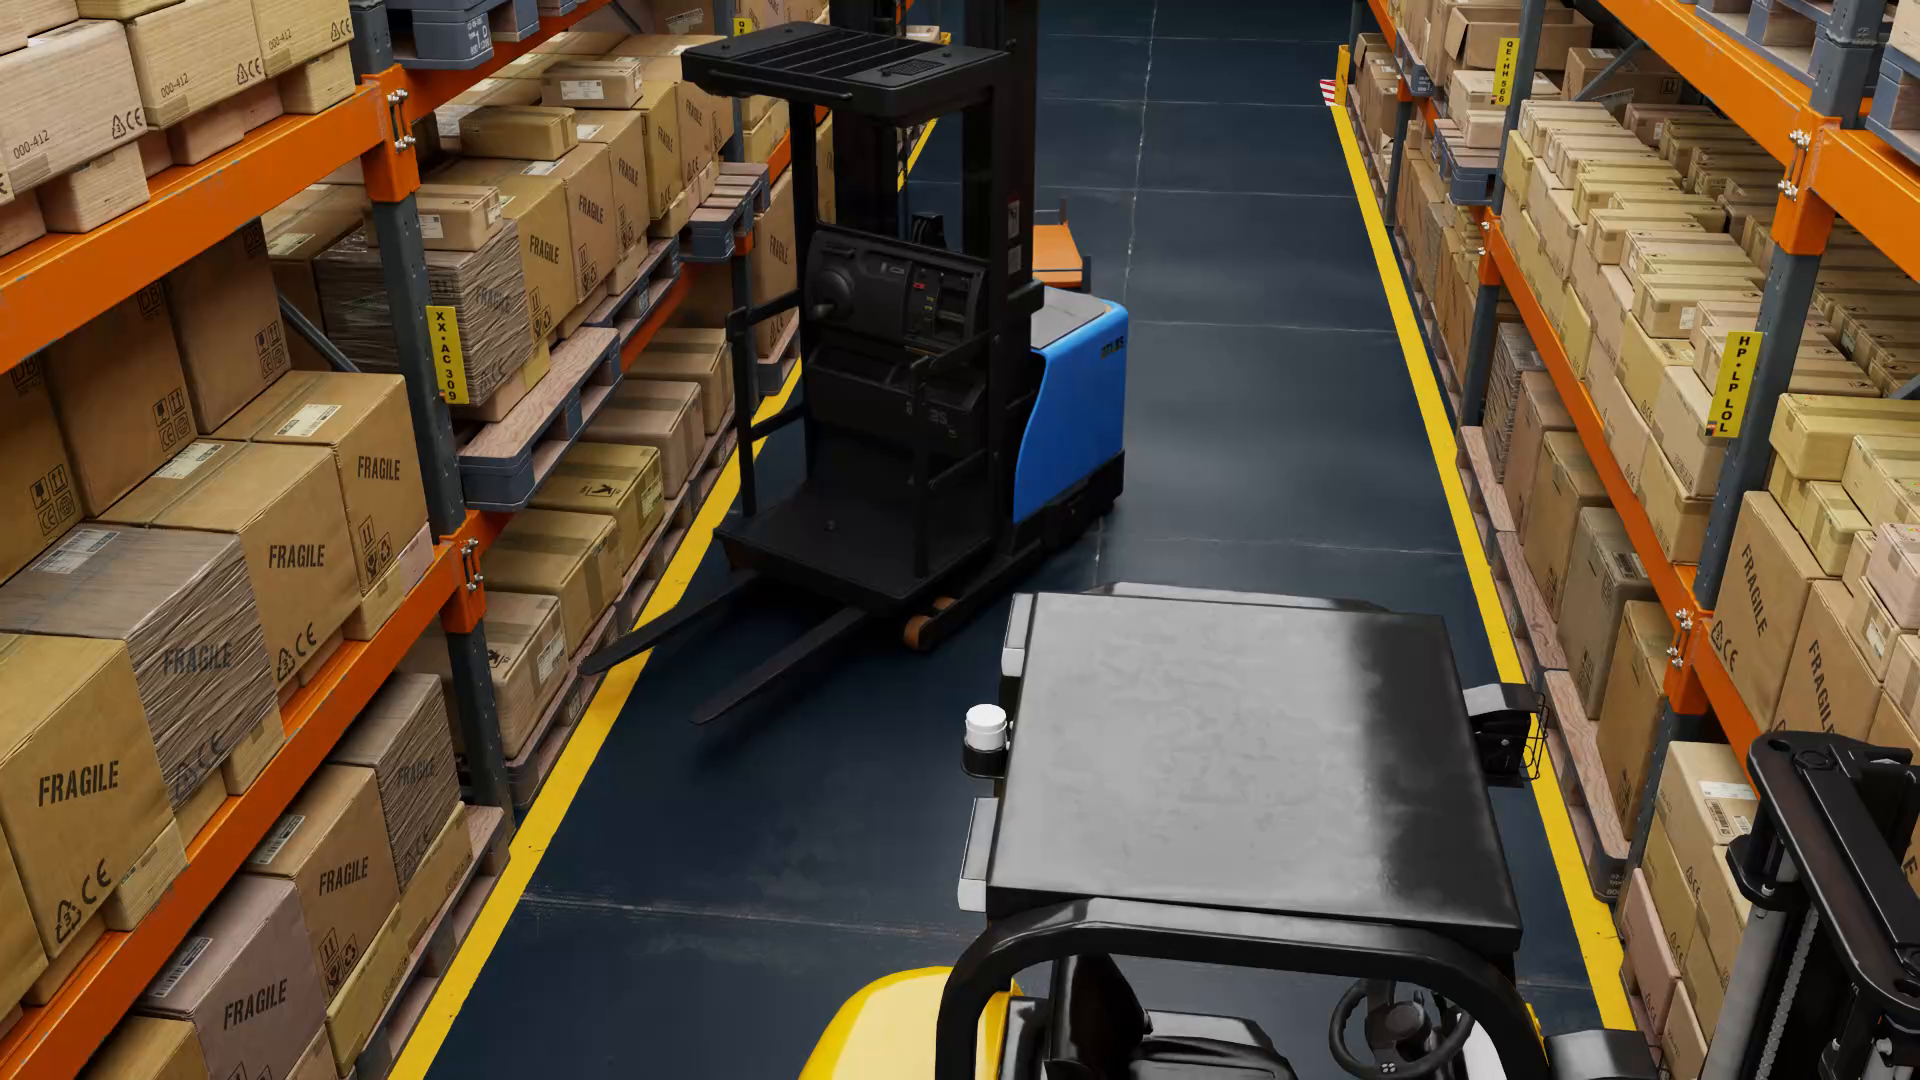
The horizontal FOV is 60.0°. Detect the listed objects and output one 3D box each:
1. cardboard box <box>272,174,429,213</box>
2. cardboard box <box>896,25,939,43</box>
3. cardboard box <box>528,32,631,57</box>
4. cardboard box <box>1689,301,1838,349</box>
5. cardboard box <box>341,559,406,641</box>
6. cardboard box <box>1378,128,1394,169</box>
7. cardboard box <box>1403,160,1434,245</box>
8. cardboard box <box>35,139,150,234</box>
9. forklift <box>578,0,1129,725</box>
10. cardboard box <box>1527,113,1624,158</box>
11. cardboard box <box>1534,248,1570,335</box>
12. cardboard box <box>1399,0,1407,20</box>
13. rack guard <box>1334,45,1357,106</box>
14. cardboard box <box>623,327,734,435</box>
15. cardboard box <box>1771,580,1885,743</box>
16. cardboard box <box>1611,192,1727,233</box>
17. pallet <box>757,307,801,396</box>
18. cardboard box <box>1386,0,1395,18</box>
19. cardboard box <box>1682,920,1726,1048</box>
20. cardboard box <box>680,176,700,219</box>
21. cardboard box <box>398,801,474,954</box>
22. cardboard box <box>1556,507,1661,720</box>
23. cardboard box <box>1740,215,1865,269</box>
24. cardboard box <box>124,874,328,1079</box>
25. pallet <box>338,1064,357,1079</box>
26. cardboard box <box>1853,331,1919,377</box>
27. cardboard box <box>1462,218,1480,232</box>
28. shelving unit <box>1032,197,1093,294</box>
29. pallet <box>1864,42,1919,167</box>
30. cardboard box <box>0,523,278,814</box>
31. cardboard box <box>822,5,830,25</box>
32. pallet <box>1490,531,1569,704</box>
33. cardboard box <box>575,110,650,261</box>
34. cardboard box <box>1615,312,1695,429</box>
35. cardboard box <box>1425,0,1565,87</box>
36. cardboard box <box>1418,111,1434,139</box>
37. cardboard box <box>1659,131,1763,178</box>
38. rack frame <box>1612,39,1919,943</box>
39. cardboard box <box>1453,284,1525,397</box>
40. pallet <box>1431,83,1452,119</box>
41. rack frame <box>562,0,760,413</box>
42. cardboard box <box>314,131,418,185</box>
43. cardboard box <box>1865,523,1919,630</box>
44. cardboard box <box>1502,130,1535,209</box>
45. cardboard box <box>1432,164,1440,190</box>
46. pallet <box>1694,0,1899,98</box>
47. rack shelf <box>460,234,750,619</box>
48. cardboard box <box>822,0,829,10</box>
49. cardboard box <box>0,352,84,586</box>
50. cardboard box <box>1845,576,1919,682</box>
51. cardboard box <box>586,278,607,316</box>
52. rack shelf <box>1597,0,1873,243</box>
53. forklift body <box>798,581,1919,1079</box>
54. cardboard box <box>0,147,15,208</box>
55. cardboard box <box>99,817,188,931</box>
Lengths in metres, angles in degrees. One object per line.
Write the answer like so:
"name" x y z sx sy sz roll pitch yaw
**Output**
"cardboard box" -2.274 -1.054 6.182 0.500 0.500 0.500 4 29 6
"cardboard box" -0.674 -4.619 15.920 0.875 0.438 0.875 2 28 4
"cardboard box" -1.957 -2.274 8.447 0.500 0.500 0.500 3 28 5
"cardboard box" 2.681 -0.681 5.563 0.380 0.149 0.250 3 28 6
"cardboard box" -1.923 0.167 5.042 0.380 0.149 0.250 4 29 7
"cardboard box" 3.565 -3.138 13.351 0.396 0.266 0.258 4 29 8
"cardboard box" 3.406 -2.328 11.601 0.500 0.500 0.500 3 28 6
"cardboard box" -2.039 -0.790 3.656 0.380 0.149 0.250 4 29 8
"forklift" -0.418 -1.057 7.121 1.130 2.935 3.031 18 33 30
"cardboard box" 2.891 -1.897 7.820 0.380 0.149 0.250 4 29 7
"cardboard box" 2.835 -1.086 7.262 0.500 0.250 0.500 2 28 5
"cardboard box" 3.565 -4.028 12.408 0.500 0.250 0.500 4 29 7
"rack guard" 4.225 -4.456 15.994 1.175 0.500 0.348 3 28 6
"cardboard box" -1.752 -0.876 9.040 0.950 0.372 0.625 1 28 3
"cardboard box" 2.403 0.452 4.142 0.500 0.500 0.500 4 29 7
"cardboard box" 2.839 -1.287 6.686 0.380 0.149 0.250 3 28 6
"pallet" -1.501 -1.252 10.351 1.003 0.211 1.213 3 28 6
"cardboard box" 3.613 -4.255 13.250 0.380 0.149 0.250 3 28 5
"cardboard box" 2.339 1.309 4.587 0.500 0.250 0.500 3 28 6
"cardboard box" -1.465 -1.650 7.971 0.380 0.149 0.250 2 28 4
"cardboard box" -1.968 1.089 5.521 0.500 0.250 0.500 5 29 9
"cardboard box" 2.920 0.306 6.580 0.875 0.625 0.625 3 28 6
"cardboard box" 3.253 -1.141 6.416 0.380 0.149 0.250 4 29 7
"cardboard box" -2.091 1.239 4.453 0.500 0.500 0.500 5 29 9
"pallet" -2.357 1.892 4.516 1.003 0.211 1.213 3 28 6
"cardboard box" 3.105 -0.549 5.317 0.380 0.149 0.250 2 28 5
"cardboard box" 3.220 -1.817 9.968 0.380 0.149 0.250 4 29 8
"shelving unit" 0.396 -1.215 9.320 0.538 1.125 1.048 -2 28 -3
"pallet" 2.685 -0.822 3.544 1.003 0.211 1.213 3 28 6
"cardboard box" -2.086 0.306 4.101 0.500 0.500 0.500 4 29 8
"cardboard box" -1.106 -3.448 11.119 0.500 0.250 0.500 4 29 7
"pallet" 2.963 0.359 7.361 1.003 0.211 1.213 3 28 6
"cardboard box" -1.633 -1.504 7.017 0.500 0.500 0.500 2 28 4
"cardboard box" 2.626 -0.586 5.806 0.500 0.250 0.500 3 28 5
"cardboard box" 3.303 -3.110 10.312 0.700 0.500 0.500 3 28 6
"cardboard box" 3.452 -2.932 11.724 0.380 0.149 0.250 2 28 4
"cardboard box" 3.402 -1.743 7.533 0.380 0.149 0.250 3 28 6
"rack frame" 2.764 0.057 4.982 1.000 3.000 0.127 3 28 6
"cardboard box" 3.093 -1.122 9.363 0.500 0.500 0.500 4 29 8
"pallet" 3.488 -2.657 10.222 1.003 0.211 1.213 3 28 6
"rack frame" -1.672 -2.113 9.009 1.000 3.000 0.127 3 28 6
"cardboard box" -2.259 -1.431 6.198 0.380 0.149 0.250 3 28 5
"cardboard box" 2.332 0.093 3.812 0.380 0.149 0.250 4 29 7
"cardboard box" 2.933 -1.787 8.036 0.500 0.250 0.500 3 28 6
"cardboard box" 3.371 -2.424 11.096 0.380 0.149 0.250 3 28 6
"pallet" 2.859 -1.596 5.088 0.805 0.209 1.217 2 28 4
"rack shelf" -1.918 -0.855 7.433 1.077 0.370 4.000 3 28 6
"cardboard box" -1.126 -3.774 10.932 0.500 0.500 0.500 4 29 8
"cardboard box" -2.604 -0.177 3.942 0.700 0.500 0.500 3 28 5
"cardboard box" 2.326 0.220 3.890 0.380 0.149 0.250 4 29 7
"cardboard box" -1.678 -1.036 6.832 0.380 0.149 0.250 4 29 7
"rack shelf" 3.009 -1.889 6.189 1.077 0.370 4.000 3 28 6
"forklift body" 0.696 1.315 3.542 2.313 2.155 1.214 3 28 6
"cardboard box" -2.134 -0.675 3.022 0.500 0.250 0.500 4 29 7
"cardboard box" -2.077 0.770 3.923 0.380 0.149 0.250 4 29 7
